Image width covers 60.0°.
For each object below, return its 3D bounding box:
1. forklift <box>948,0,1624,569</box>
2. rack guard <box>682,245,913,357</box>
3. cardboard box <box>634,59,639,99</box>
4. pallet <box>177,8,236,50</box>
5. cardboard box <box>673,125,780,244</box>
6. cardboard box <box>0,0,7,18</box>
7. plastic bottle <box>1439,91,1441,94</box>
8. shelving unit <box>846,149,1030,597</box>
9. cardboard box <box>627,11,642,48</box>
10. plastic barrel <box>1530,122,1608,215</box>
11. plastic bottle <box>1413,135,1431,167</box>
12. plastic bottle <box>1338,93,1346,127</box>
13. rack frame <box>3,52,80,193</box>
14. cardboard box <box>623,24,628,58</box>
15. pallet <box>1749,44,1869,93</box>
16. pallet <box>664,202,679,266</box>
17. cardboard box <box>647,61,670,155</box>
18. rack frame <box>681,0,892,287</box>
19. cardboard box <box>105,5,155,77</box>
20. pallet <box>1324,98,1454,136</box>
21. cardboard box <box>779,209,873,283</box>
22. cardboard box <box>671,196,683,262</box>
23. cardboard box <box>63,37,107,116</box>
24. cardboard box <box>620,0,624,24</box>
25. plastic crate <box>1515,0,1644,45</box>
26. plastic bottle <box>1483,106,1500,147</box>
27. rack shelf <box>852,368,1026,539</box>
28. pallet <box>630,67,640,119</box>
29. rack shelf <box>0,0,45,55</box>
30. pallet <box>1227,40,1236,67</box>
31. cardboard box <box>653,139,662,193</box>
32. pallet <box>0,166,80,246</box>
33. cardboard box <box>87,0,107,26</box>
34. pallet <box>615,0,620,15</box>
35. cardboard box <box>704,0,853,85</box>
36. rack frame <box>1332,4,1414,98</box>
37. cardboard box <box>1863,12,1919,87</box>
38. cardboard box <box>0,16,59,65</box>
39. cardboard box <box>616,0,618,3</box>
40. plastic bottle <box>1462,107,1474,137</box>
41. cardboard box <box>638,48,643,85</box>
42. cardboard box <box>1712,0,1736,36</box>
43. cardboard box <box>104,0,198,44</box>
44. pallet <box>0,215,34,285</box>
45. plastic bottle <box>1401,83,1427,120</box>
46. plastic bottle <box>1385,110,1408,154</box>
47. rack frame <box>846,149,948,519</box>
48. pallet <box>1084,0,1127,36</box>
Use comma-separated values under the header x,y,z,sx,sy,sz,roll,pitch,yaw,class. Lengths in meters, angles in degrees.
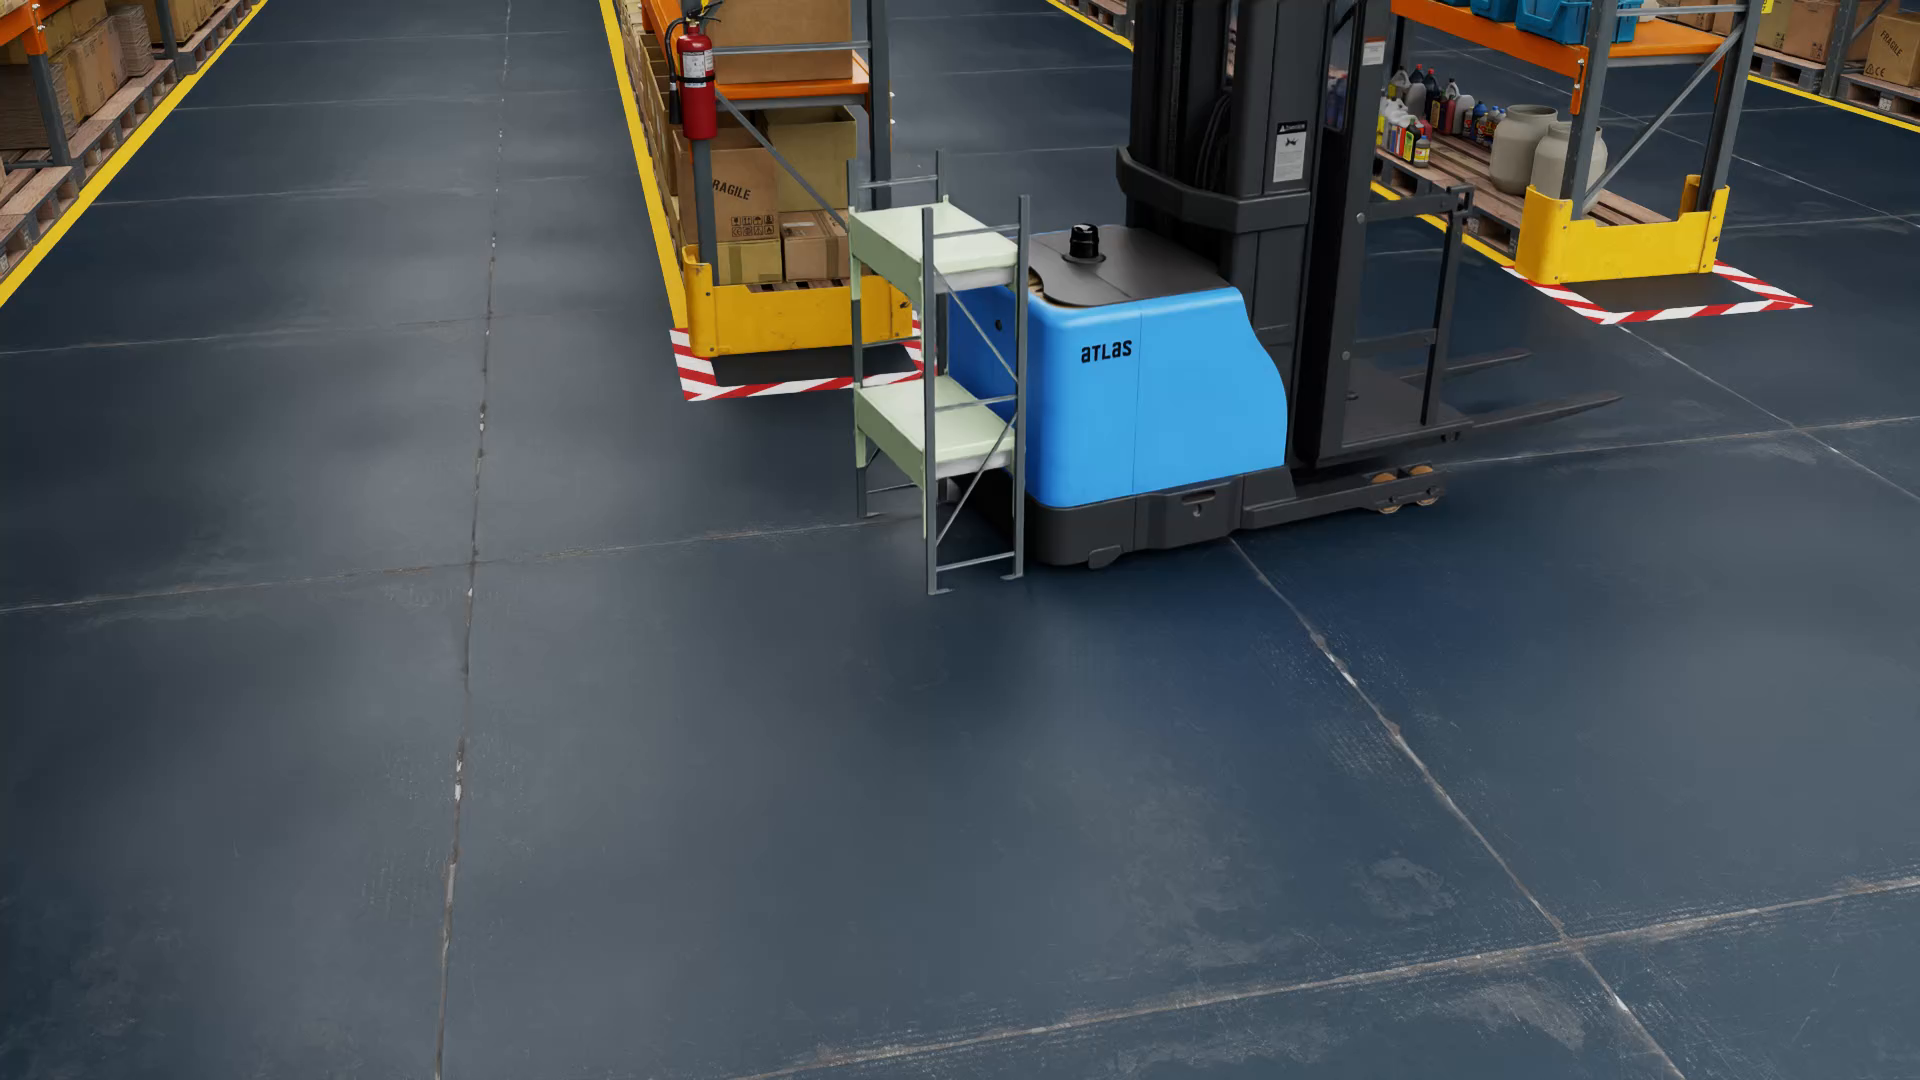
x,y,z,sx,sy,sz,roll,pitch,yaw,class
1.501,-1.623,6.712,3.031,2.935,1.130,-11,29,-21,forklift
-0.849,-1.300,8.770,1.175,0.500,0.348,-6,27,-12,rack guard
-2.360,-3.742,13.420,0.500,0.250,0.500,-5,27,-10,cardboard box
-7.859,-5.077,16.574,1.003,0.211,1.213,-6,27,-12,pallet
-1.265,-1.926,8.991,0.500,0.500,0.500,-6,27,-12,cardboard box
-6.075,-3.223,9.951,0.500,0.250,0.500,-6,27,-11,cardboard box
3.617,-3.262,12.411,0.061,0.283,0.133,-4,27,-8,plastic bottle
-0.092,-0.646,6.364,0.431,1.500,0.755,-11,29,-21,shelving unit
-2.470,-4.209,13.724,0.500,0.311,0.500,-6,27,-12,cardboard box
3.749,-2.286,10.244,0.421,0.512,0.421,0,27,0,plastic barrel
3.131,-2.637,11.262,0.097,0.201,0.097,0,27,0,plastic bottle
2.891,-3.218,12.248,0.144,0.351,0.185,-7,28,-14,plastic bottle
-6.581,-3.678,10.707,1.000,3.000,0.127,-6,27,-12,rack frame
-2.711,-4.418,14.759,0.500,0.250,0.500,-7,28,-13,cardboard box
7.719,-4.283,15.002,1.003,0.211,1.213,-6,27,-12,pallet
-1.339,-2.047,10.572,1.003,0.211,1.213,-6,27,-12,pallet
-1.731,-2.803,10.727,0.500,0.500,0.500,-6,27,-12,cardboard box
-0.854,-2.426,8.228,1.000,3.000,0.127,-6,27,-12,rack frame
-7.270,-4.203,14.035,0.700,0.500,0.500,-6,27,-11,cardboard box
3.182,-3.140,12.736,1.003,0.211,1.213,-6,27,-12,pallet
-0.759,-1.644,9.264,0.500,0.250,0.500,-6,27,-12,cardboard box
-1.388,-1.810,9.592,0.500,0.250,0.500,-6,27,-12,cardboard box
-7.004,-3.529,12.699,0.700,0.500,0.500,-6,27,-11,cardboard box
-2.826,-4.889,15.070,0.500,0.311,0.500,-5,27,-10,cardboard box
3.568,-3.051,9.630,0.499,0.251,0.616,-6,27,-12,plastic crate
3.767,-2.928,11.762,0.097,0.271,0.097,0,27,0,plastic bottle
-0.092,-0.355,6.511,0.431,0.370,0.720,-11,29,-21,rack shelf
-2.238,-3.794,14.032,1.003,0.211,1.213,-6,27,-12,pallet
-6.131,-2.478,9.130,1.077,0.370,4.000,-6,27,-12,rack shelf
2.578,-4.316,15.067,1.003,0.211,1.213,-6,27,-12,pallet
-1.731,-2.468,10.896,0.500,0.250,0.500,-6,27,-12,cardboard box
-6.396,-2.141,10.759,1.003,0.211,1.213,-6,27,-12,pallet
-7.202,-4.281,13.357,0.500,0.250,0.500,-5,27,-11,cardboard box
-3.339,-6.096,18.594,1.003,0.211,1.213,-6,27,-12,pallet
-0.947,-2.677,8.614,0.700,0.500,0.500,-6,27,-12,cardboard box
3.071,-4.684,12.700,1.000,3.000,0.127,-6,27,-12,rack frame
7.948,-4.078,13.810,0.500,0.500,0.500,-7,28,-13,cardboard box
-6.866,-3.607,12.022,0.500,0.250,0.500,-7,28,-13,cardboard box
-3.337,-5.862,17.322,0.500,0.500,0.500,-7,28,-14,cardboard box
3.699,-3.030,12.042,0.097,0.201,0.097,0,27,0,plastic bottle
-2.127,-3.541,12.400,0.500,0.311,0.500,-6,27,-12,cardboard box
7.563,-4.996,15.604,0.700,0.500,0.500,-8,28,-16,cardboard box
-7.521,-4.998,15.242,0.750,0.750,0.750,-6,27,-12,cardboard box
-6.117,-1.605,9.695,1.003,0.211,1.213,-6,27,-12,pallet
3.401,-3.300,12.494,0.152,0.276,0.135,-6,27,-12,plastic bottle
3.070,-2.844,11.591,0.152,0.276,0.135,-7,28,-13,plastic bottle
-0.241,-0.796,6.663,0.400,1.500,0.023,-11,29,-21,rack frame
1.951,-5.537,17.485,1.003,0.211,1.213,-6,27,-12,pallet
